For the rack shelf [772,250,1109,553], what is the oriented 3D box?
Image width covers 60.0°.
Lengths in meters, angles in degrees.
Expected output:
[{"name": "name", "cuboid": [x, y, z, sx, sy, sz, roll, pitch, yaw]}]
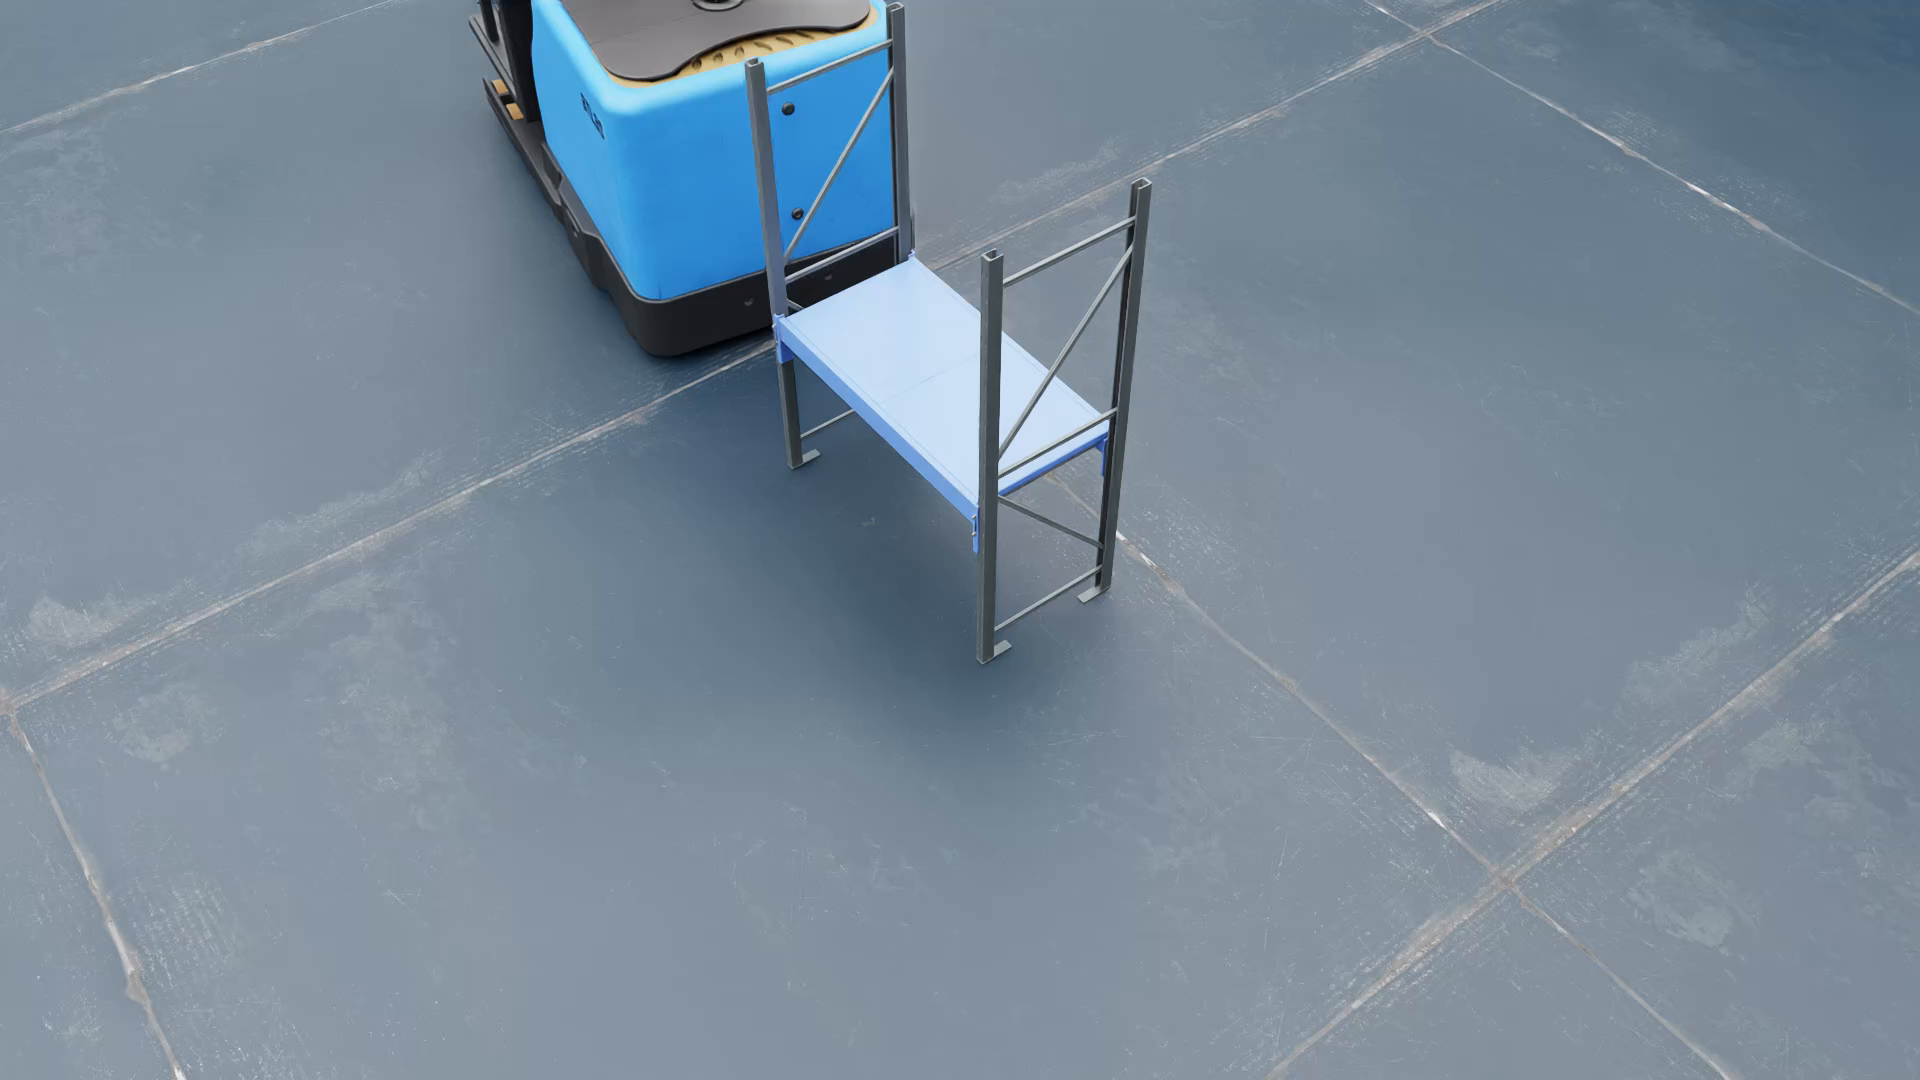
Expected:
[{"name": "rack shelf", "cuboid": [-0.052, -0.433, 4.873, 0.538, 0.185, 1.000, -29, 54, -24]}]

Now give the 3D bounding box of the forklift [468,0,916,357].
[{"name": "forklift", "cuboid": [-1.280, -2.715, 5.733, 1.130, 2.935, 3.031, -21, 51, -18]}]

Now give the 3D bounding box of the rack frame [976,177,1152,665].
[{"name": "rack frame", "cuboid": [0.256, -0.254, 4.468, 0.500, 1.500, 0.032, -29, 54, -24]}]

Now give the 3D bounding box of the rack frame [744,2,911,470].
[{"name": "rack frame", "cuboid": [-0.359, -0.854, 5.012, 0.500, 1.500, 0.032, -29, 54, -24]}]

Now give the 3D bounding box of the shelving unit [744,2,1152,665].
[{"name": "shelving unit", "cuboid": [-0.052, -0.554, 4.740, 0.538, 1.500, 1.048, -29, 54, -24]}]
